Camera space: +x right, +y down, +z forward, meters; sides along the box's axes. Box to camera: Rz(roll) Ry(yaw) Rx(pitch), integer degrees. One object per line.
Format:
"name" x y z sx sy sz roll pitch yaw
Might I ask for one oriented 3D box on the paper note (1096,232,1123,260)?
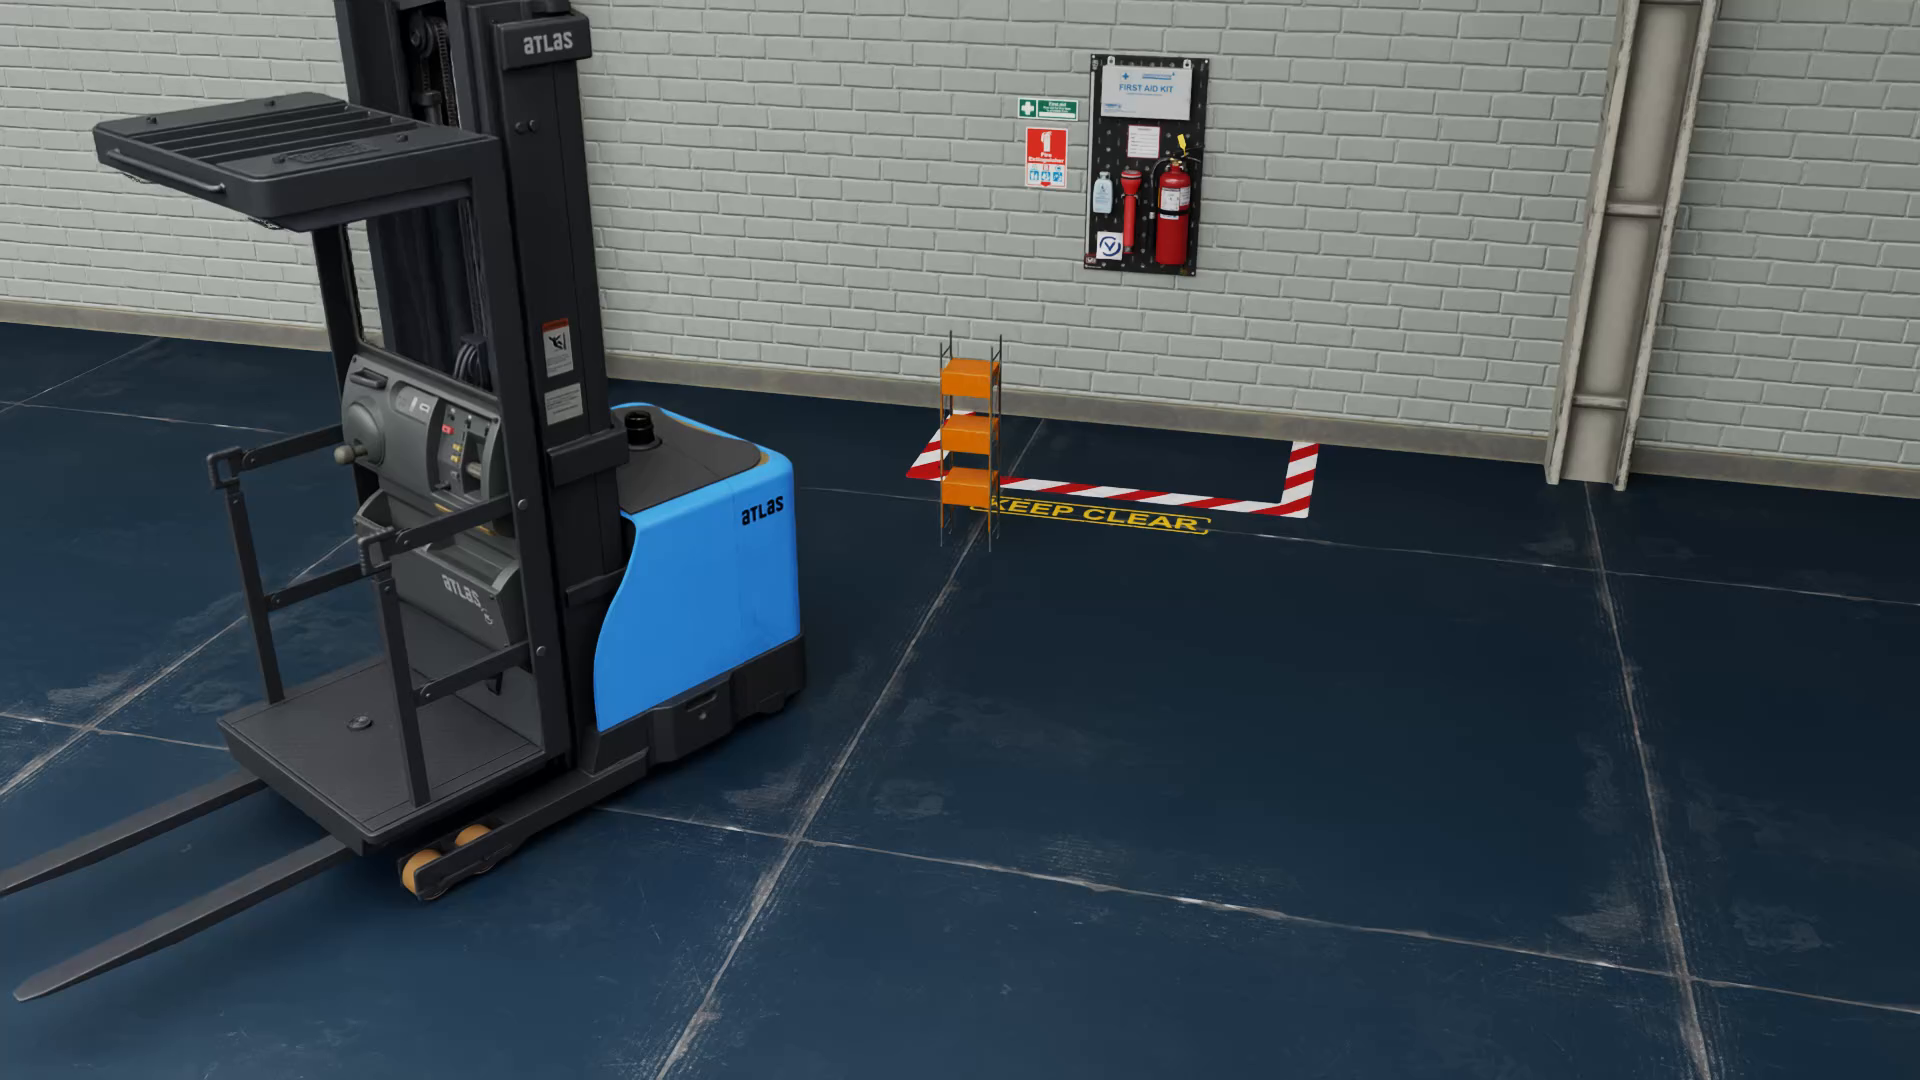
"paper note" 0.829 -1.629 9.207 0.142 0.148 0.016 6 26 13

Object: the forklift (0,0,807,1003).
"forklift" -1.993 -0.345 5.564 1.130 2.935 3.031 21 33 37

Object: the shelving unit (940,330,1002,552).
"shelving unit" 0.052 -0.468 8.012 0.252 1.050 0.215 6 26 13

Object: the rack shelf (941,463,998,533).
"rack shelf" 0.052 -0.208 8.136 0.240 0.259 0.215 6 26 13

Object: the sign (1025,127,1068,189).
"sign" 0.473 -2.097 9.124 0.234 0.329 0.001 6 26 13

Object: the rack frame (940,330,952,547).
"rack frame" -0.066 -0.481 8.040 0.008 1.050 0.200 6 26 13

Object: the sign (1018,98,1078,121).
"sign" 0.475 -2.332 9.001 0.331 0.109 0.001 6 26 13

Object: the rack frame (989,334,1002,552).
"rack frame" 0.170 -0.455 7.985 0.008 1.050 0.200 6 26 13

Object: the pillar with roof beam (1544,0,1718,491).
"pillar with roof beam" 2.295 -2.615 3.274 0.400 9.000 9.100 6 26 13

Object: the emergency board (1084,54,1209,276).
"emergency board" 0.983 -1.979 8.917 0.643 1.169 0.194 6 26 13

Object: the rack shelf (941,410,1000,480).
"rack shelf" 0.052 -0.459 8.017 0.240 0.259 0.215 6 26 13

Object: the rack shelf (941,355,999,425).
"rack shelf" 0.052 -0.715 7.895 0.240 0.259 0.215 6 26 13
